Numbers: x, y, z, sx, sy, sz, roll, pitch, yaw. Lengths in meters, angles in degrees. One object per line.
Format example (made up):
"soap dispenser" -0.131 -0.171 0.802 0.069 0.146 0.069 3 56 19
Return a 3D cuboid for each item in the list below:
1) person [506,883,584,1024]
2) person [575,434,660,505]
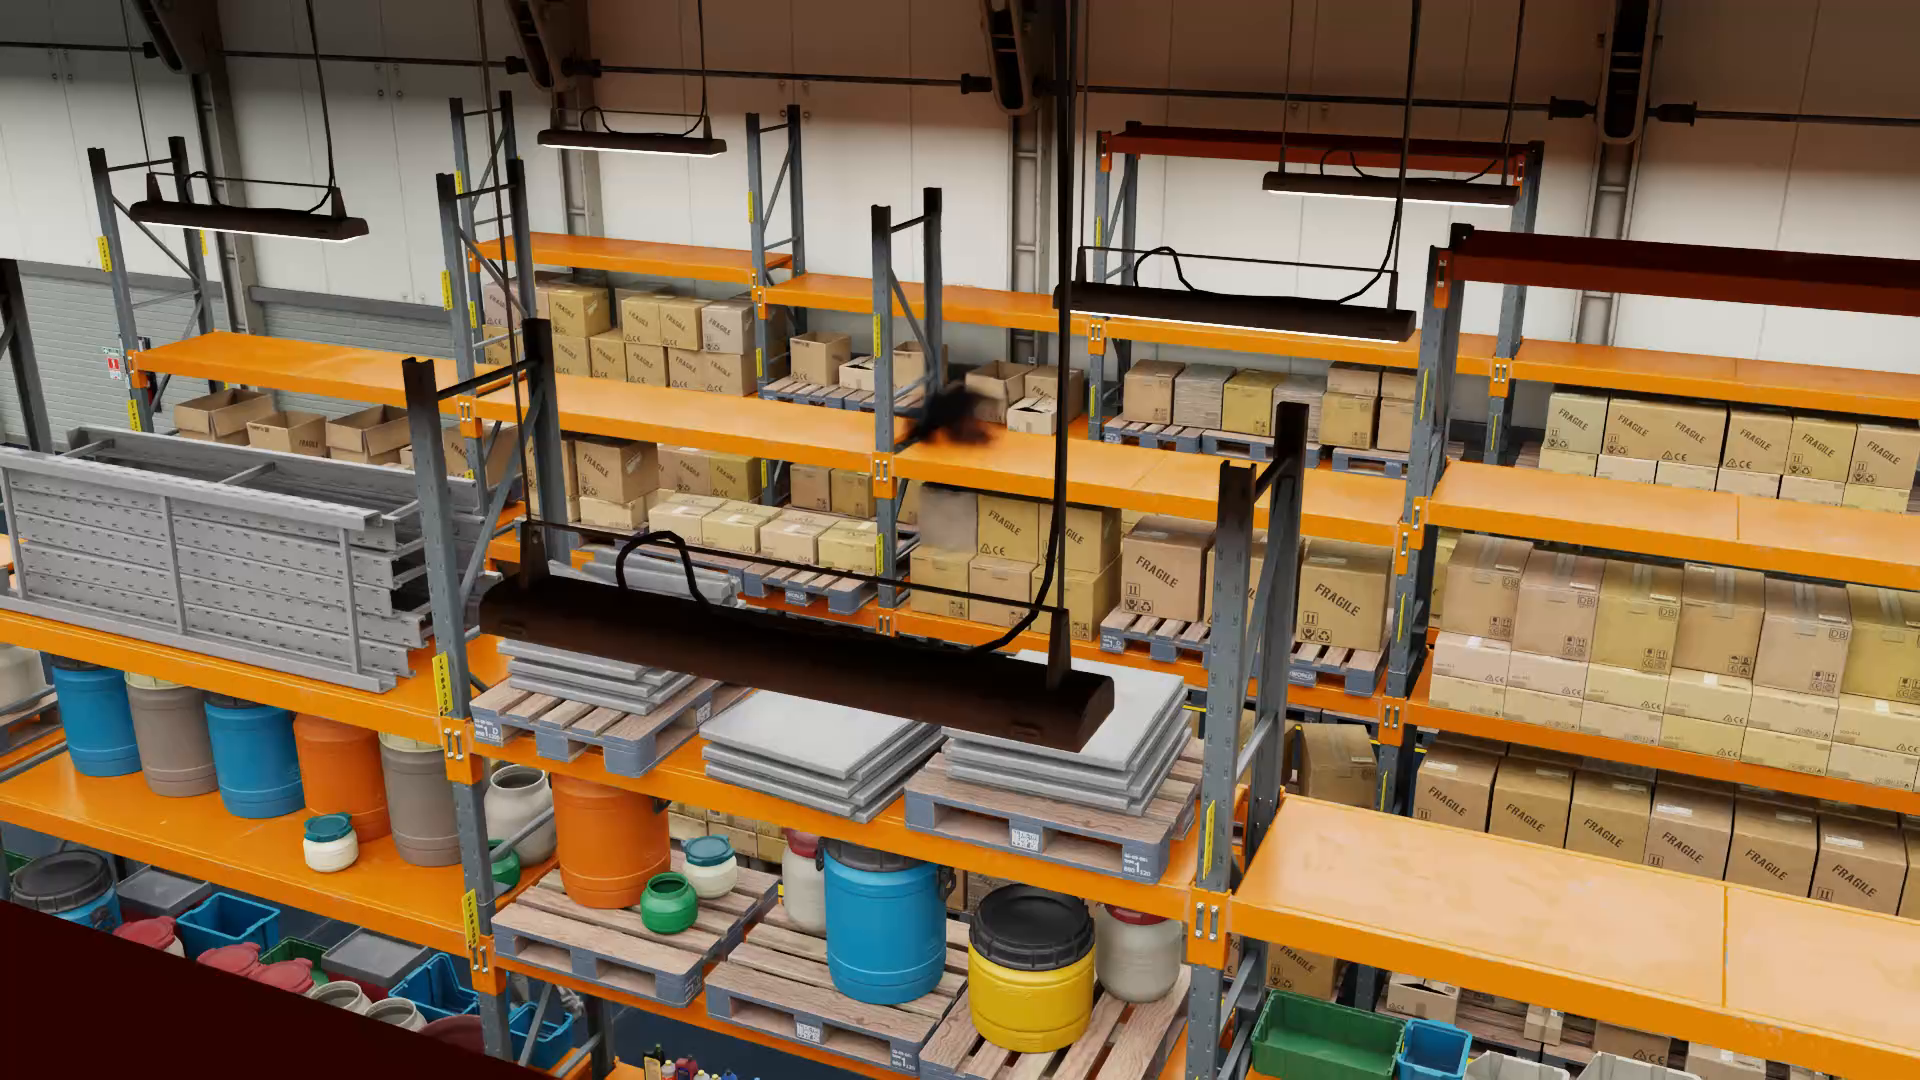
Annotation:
"person" -3.113 2.832 12.055 0.699 1.631 0.626 8 22 21
"person" -9.690 2.719 9.861 17.107 3.581 6.409 -7 22 -19
